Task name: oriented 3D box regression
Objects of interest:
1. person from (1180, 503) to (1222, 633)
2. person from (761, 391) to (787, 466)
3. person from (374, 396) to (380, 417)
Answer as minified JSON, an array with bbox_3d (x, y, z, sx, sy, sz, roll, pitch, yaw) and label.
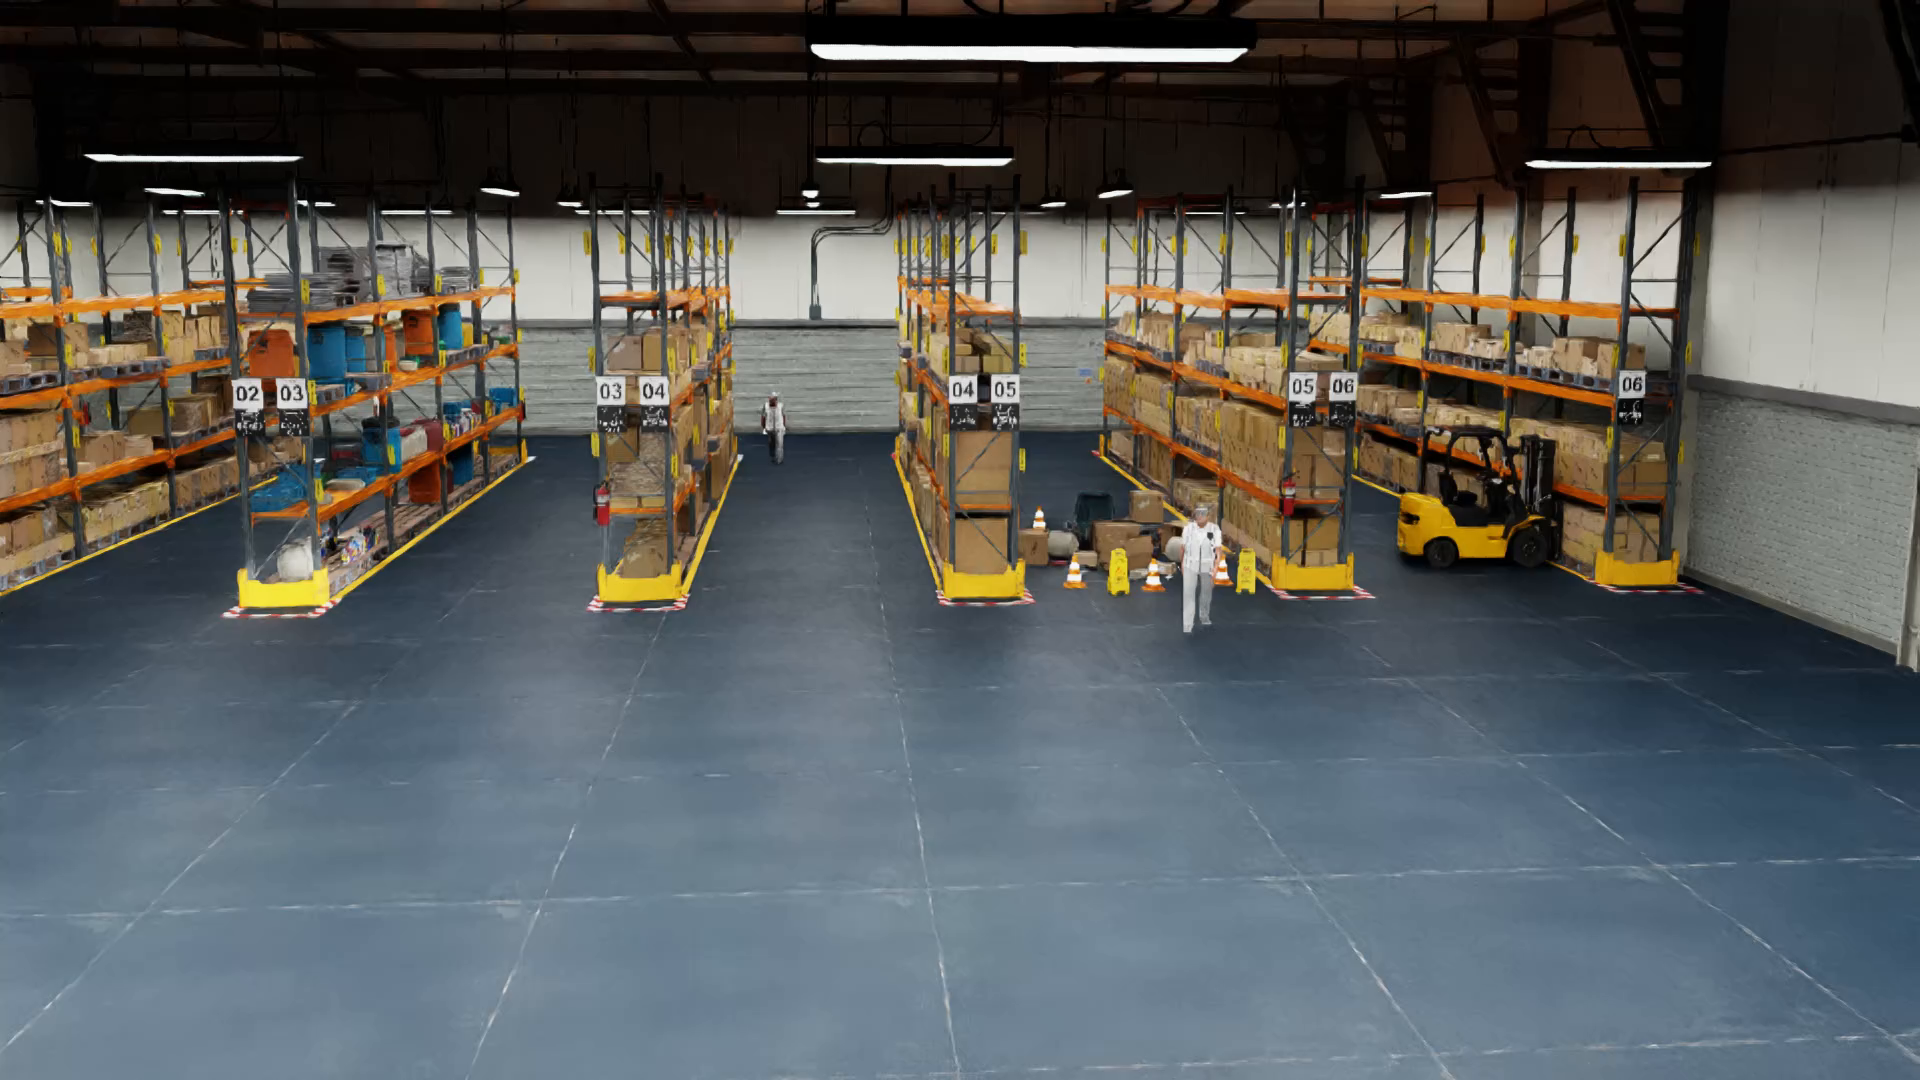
[{"bbox_3d":[3.156,0.340,21.768,0.534,1.705,1.033,1,10,5],"label":"person"},{"bbox_3d":[-4.298,-2.591,38.390,0.566,1.706,1.122,0,10,-3],"label":"person"},{"bbox_3d":[-14.486,-3.082,41.408,0.511,1.661,0.668,9,13,41],"label":"person"}]
